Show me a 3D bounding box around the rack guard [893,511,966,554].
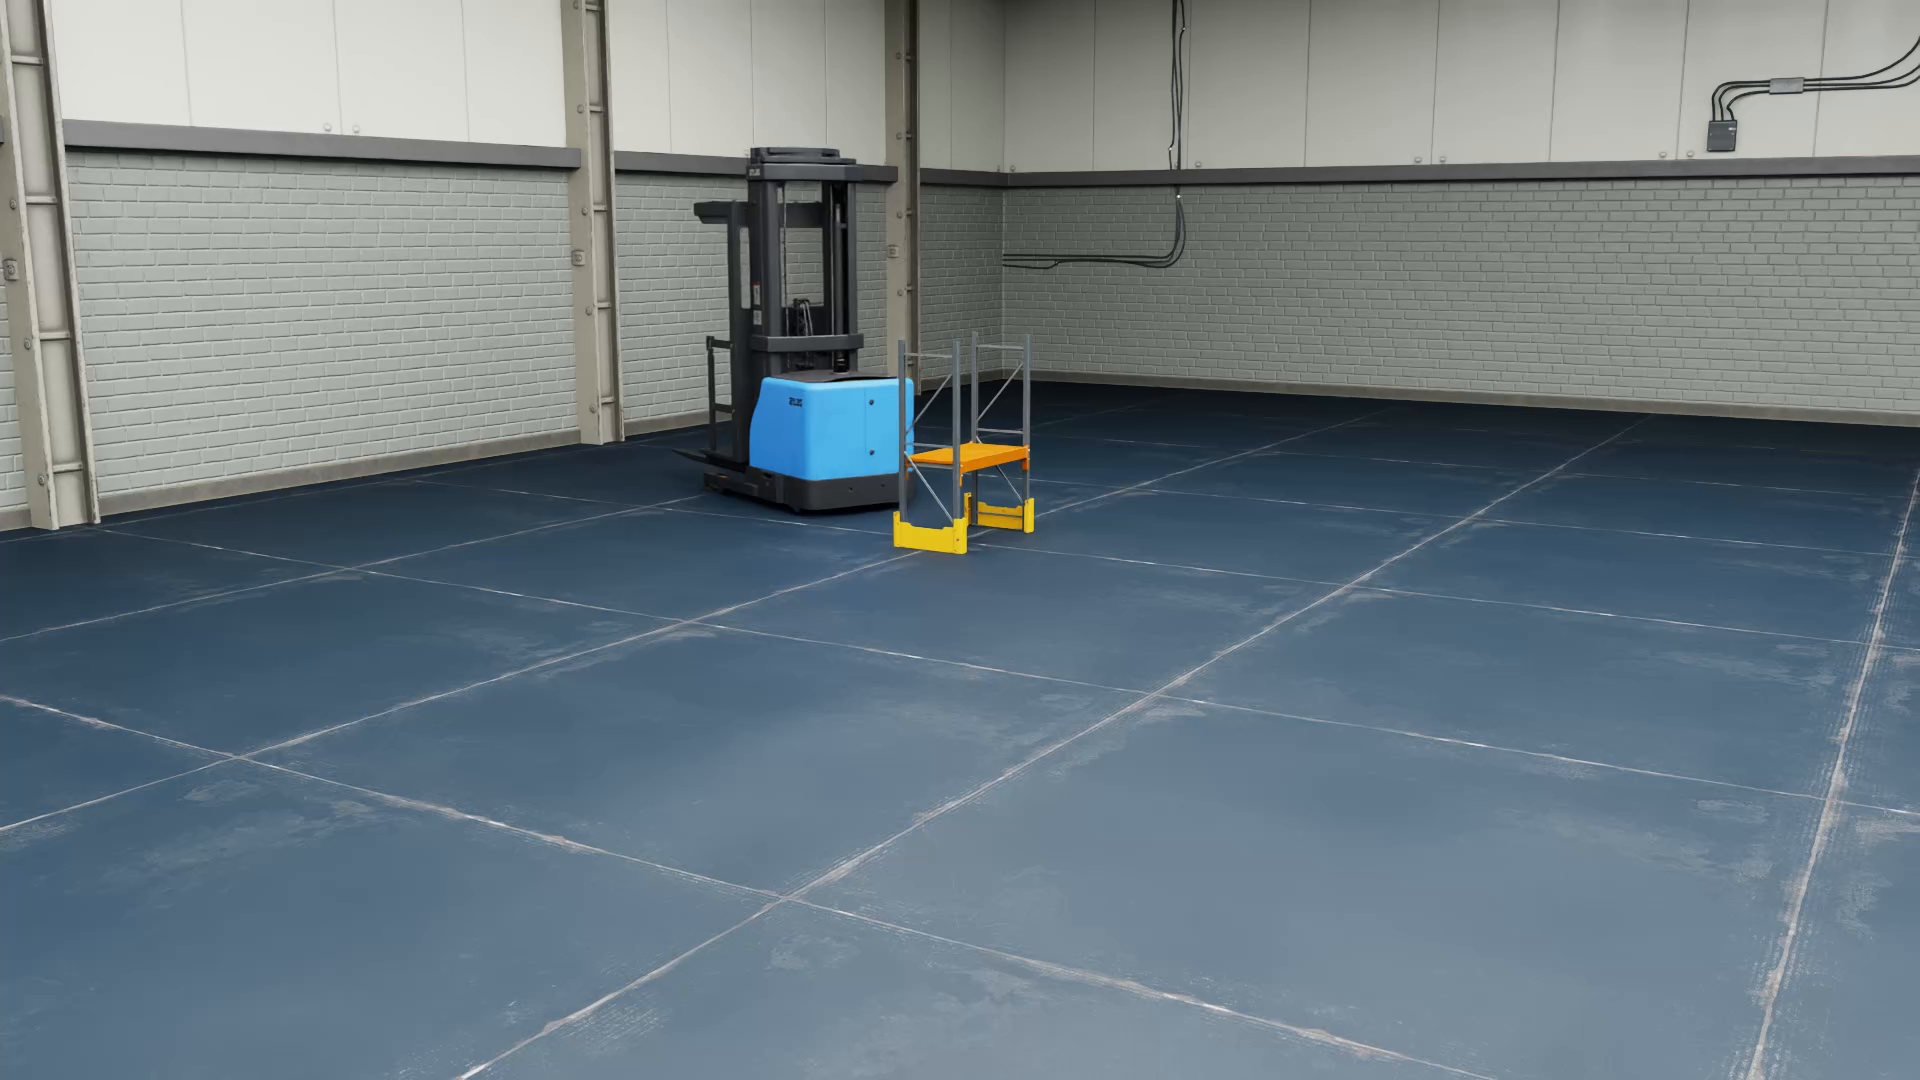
[{"bbox_3d":[-0.219,-0.057,11.991,0.587,0.250,0.087,6,12,31],"label":"rack guard"}]

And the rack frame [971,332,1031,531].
[{"bbox_3d":[0.308,-0.831,12.729,0.500,1.500,0.032,6,12,31],"label":"rack frame"}]

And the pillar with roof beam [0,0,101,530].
[{"bbox_3d":[-3.326,-4.135,10.000,9.100,9.000,0.400,6,12,31],"label":"pillar with roof beam"}]

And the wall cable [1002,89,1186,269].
[{"bbox_3d":[1.885,-5.244,24.363,3.097,2.526,0.112,6,12,31],"label":"wall cable"}]

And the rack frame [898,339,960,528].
[{"bbox_3d":[-0.220,-0.671,11.875,0.500,1.500,0.032,6,12,31],"label":"rack frame"}]

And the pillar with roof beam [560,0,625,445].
[{"bbox_3d":[-0.211,-5.078,15.040,9.100,9.000,0.400,6,12,31],"label":"pillar with roof beam"}]

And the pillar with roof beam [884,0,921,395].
[{"bbox_3d":[2.904,-6.022,20.081,9.100,9.000,0.400,6,12,31],"label":"pillar with roof beam"}]

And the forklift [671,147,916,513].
[{"bbox_3d":[-1.608,-1.884,14.468,1.130,2.935,3.031,-7,13,-34],"label":"forklift"}]

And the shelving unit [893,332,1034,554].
[{"bbox_3d":[0.040,-0.749,12.295,0.587,1.500,1.083,6,12,31],"label":"shelving unit"}]

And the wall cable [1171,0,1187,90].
[{"bbox_3d":[4.197,-7.468,22.518,3.097,2.526,0.112,6,12,31],"label":"wall cable"}]

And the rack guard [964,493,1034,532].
[{"bbox_3d":[0.298,-0.213,12.828,0.587,0.250,0.087,6,12,31],"label":"rack guard"}]

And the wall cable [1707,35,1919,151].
[{"bbox_3d":[9.990,-7.532,18.907,2.305,6.003,0.169,6,12,31],"label":"wall cable"}]

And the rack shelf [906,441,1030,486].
[{"bbox_3d":[0.044,-0.574,12.335,0.538,0.185,1.000,6,12,31],"label":"rack shelf"}]
